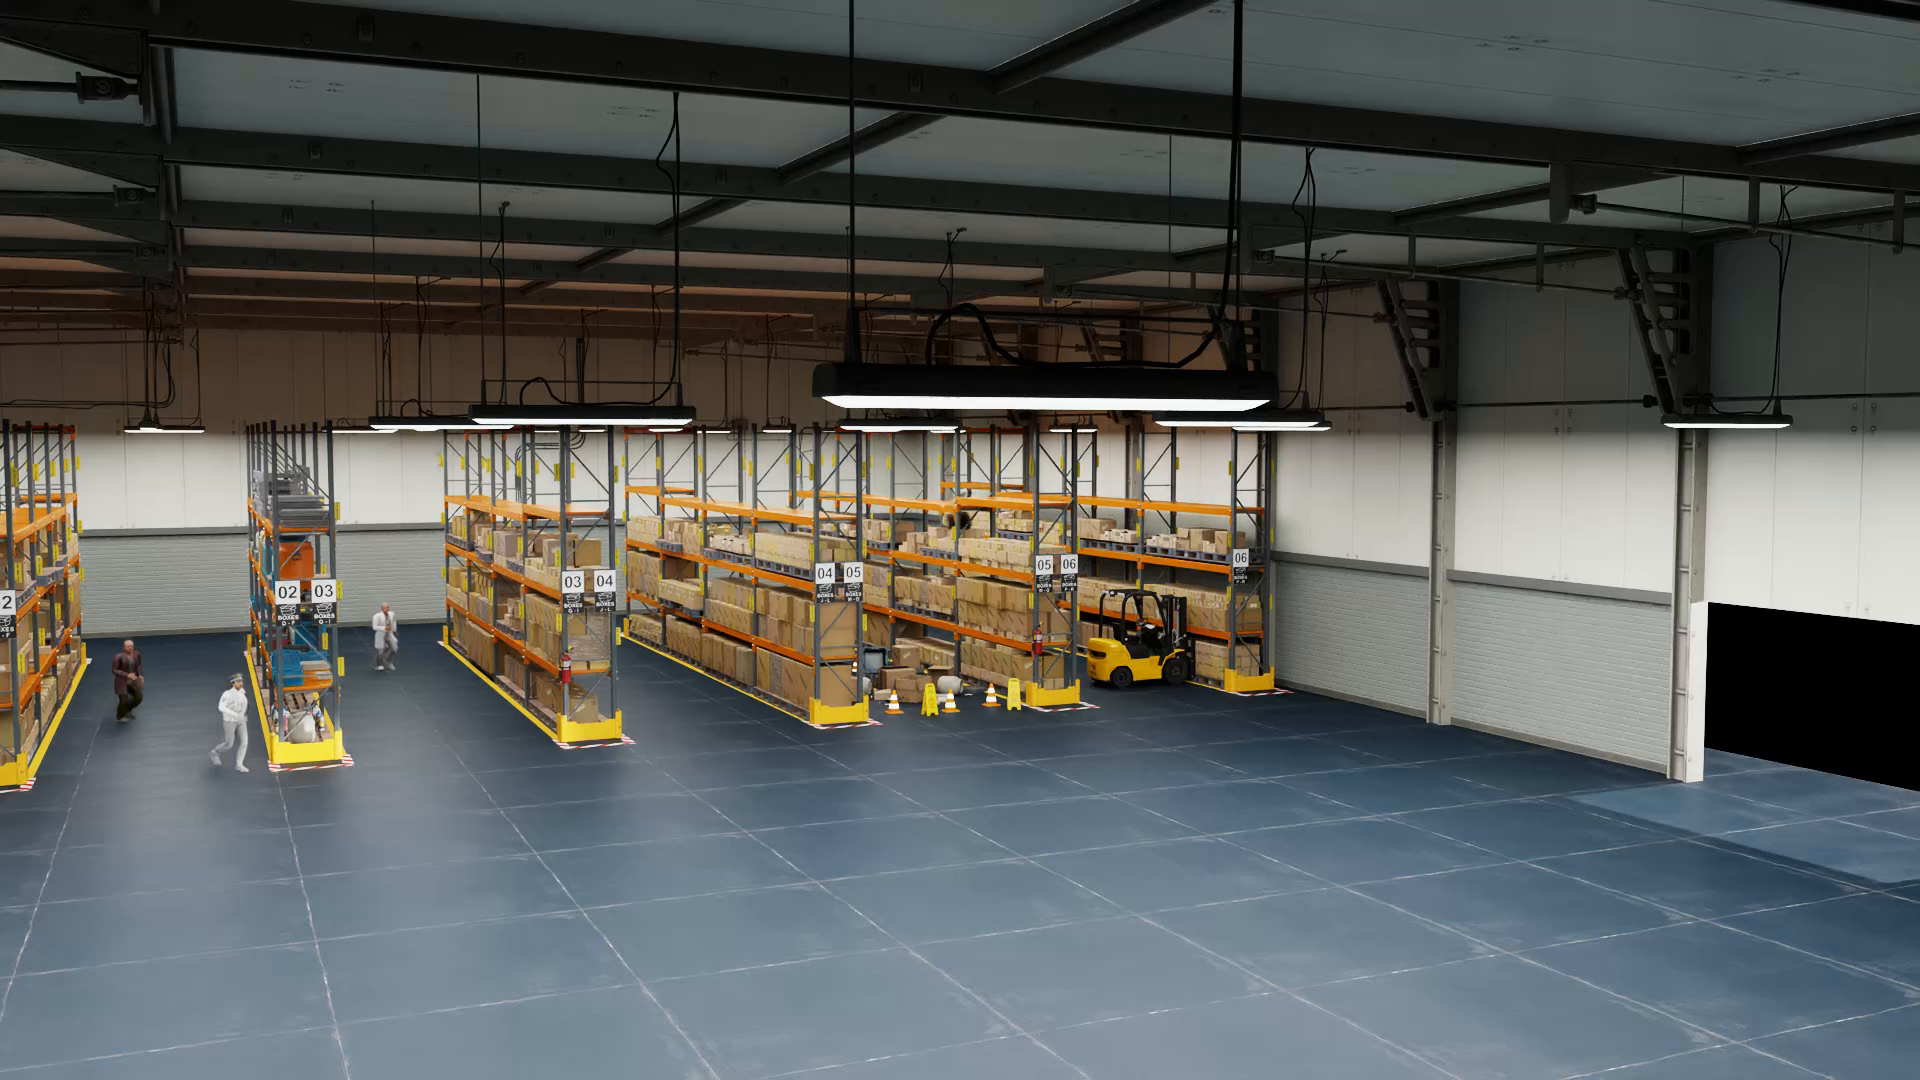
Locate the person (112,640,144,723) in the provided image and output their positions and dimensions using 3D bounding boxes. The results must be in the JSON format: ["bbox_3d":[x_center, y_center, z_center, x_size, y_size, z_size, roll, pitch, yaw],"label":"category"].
[{"bbox_3d":[-16.557,2.817,33.089,0.811,1.669,0.703,2,4,33],"label":"person"}]

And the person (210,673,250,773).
[{"bbox_3d":[-12.473,3.112,28.509,0.798,1.683,0.633,2,4,27],"label":"person"}]

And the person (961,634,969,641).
[{"bbox_3d":[0.246,2.156,43.337,0.644,1.737,0.676,-2,4,-31],"label":"person"}]

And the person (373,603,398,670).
[{"bbox_3d":[-13.939,2.349,40.340,0.716,1.667,0.981,-3,5,-42],"label":"person"}]
